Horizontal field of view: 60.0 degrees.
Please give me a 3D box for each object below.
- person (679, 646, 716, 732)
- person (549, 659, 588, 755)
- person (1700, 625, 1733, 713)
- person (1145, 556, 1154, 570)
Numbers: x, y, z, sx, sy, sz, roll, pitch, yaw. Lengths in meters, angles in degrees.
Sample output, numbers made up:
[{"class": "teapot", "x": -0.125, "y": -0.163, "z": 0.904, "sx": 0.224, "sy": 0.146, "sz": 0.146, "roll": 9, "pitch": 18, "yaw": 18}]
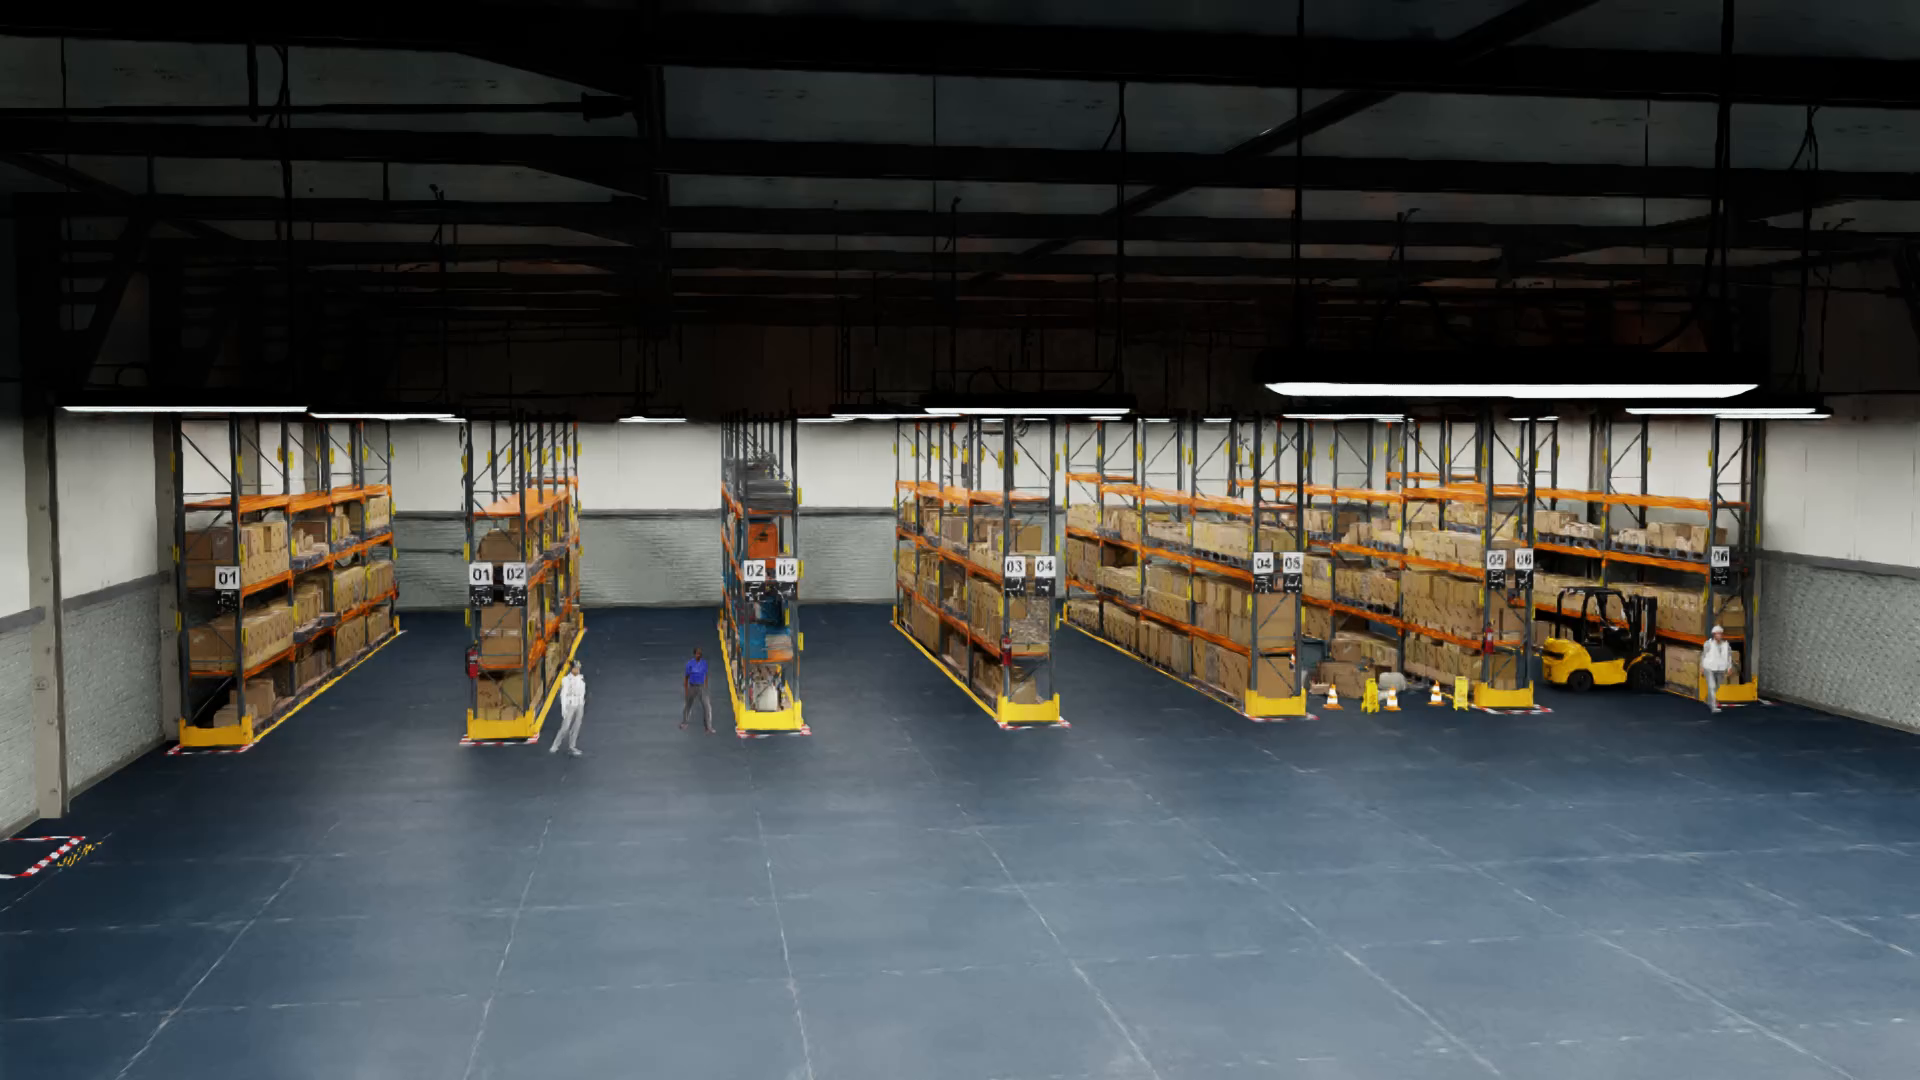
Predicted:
[{"class": "person", "x": -4.910, "y": 2.763, "z": 30.970, "sx": 0.494, "sy": 1.601, "sz": 0.941, "roll": -2, "pitch": 4, "yaw": -27}, {"class": "person", "x": -6.766, "y": 2.887, "z": 28.733, "sx": 0.497, "sy": 1.660, "sz": 0.640, "roll": 3, "pitch": 5, "yaw": 40}, {"class": "person", "x": 15.069, "y": 2.548, "z": 33.105, "sx": 0.538, "sy": 1.715, "sz": 1.032, "roll": 0, "pitch": 4, "yaw": 0}, {"class": "person", "x": 5.873, "y": 1.304, "z": 51.272, "sx": 0.473, "sy": 1.665, "sz": 0.571, "roll": -4, "pitch": 5, "yaw": -41}]
